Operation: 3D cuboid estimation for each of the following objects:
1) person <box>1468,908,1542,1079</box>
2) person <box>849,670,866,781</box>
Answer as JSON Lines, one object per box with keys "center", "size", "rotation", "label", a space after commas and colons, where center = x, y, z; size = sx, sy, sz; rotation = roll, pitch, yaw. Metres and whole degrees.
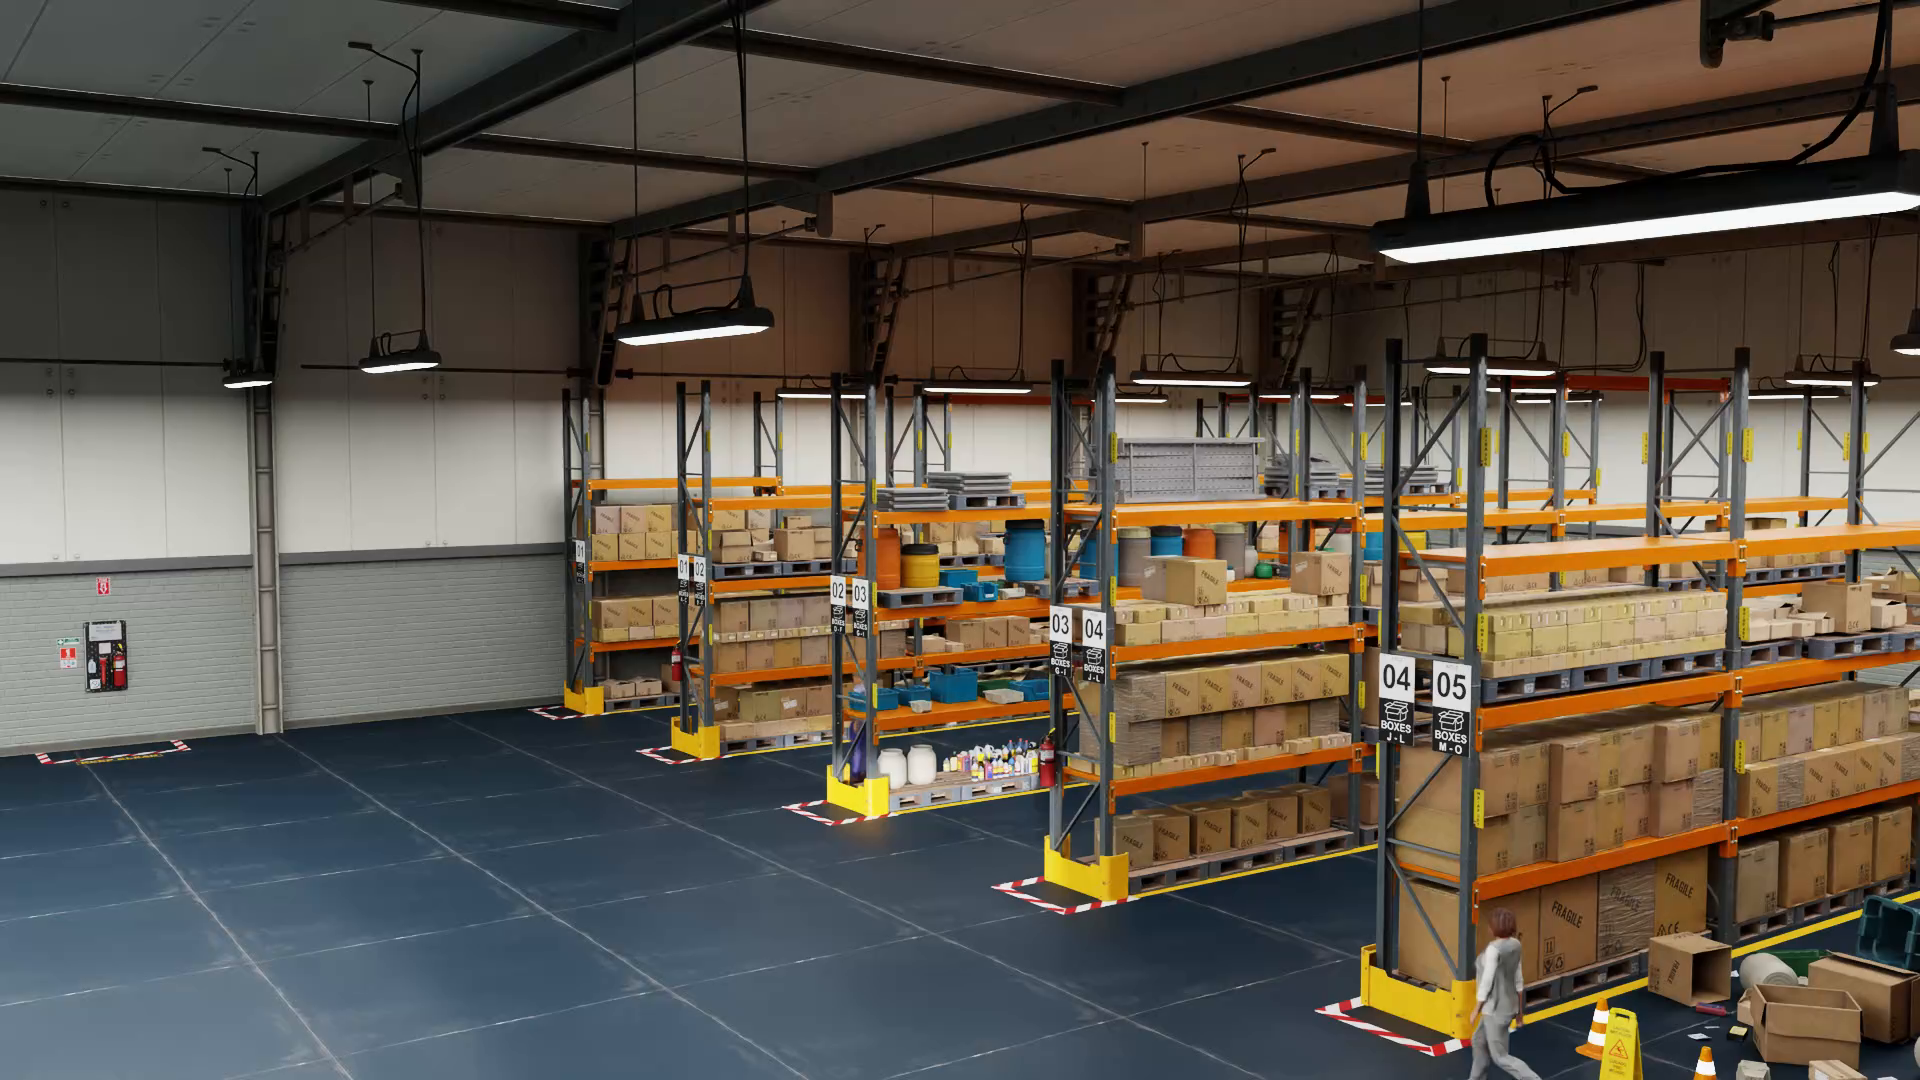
{"center": [4.097, 3.562, 12.583], "size": [0.864, 1.568, 0.394], "rotation": [2, 4, 32], "label": "person"}
{"center": [-1.485, 2.760, 24.795], "size": [0.396, 1.636, 0.579], "rotation": [3, 5, 36], "label": "person"}
